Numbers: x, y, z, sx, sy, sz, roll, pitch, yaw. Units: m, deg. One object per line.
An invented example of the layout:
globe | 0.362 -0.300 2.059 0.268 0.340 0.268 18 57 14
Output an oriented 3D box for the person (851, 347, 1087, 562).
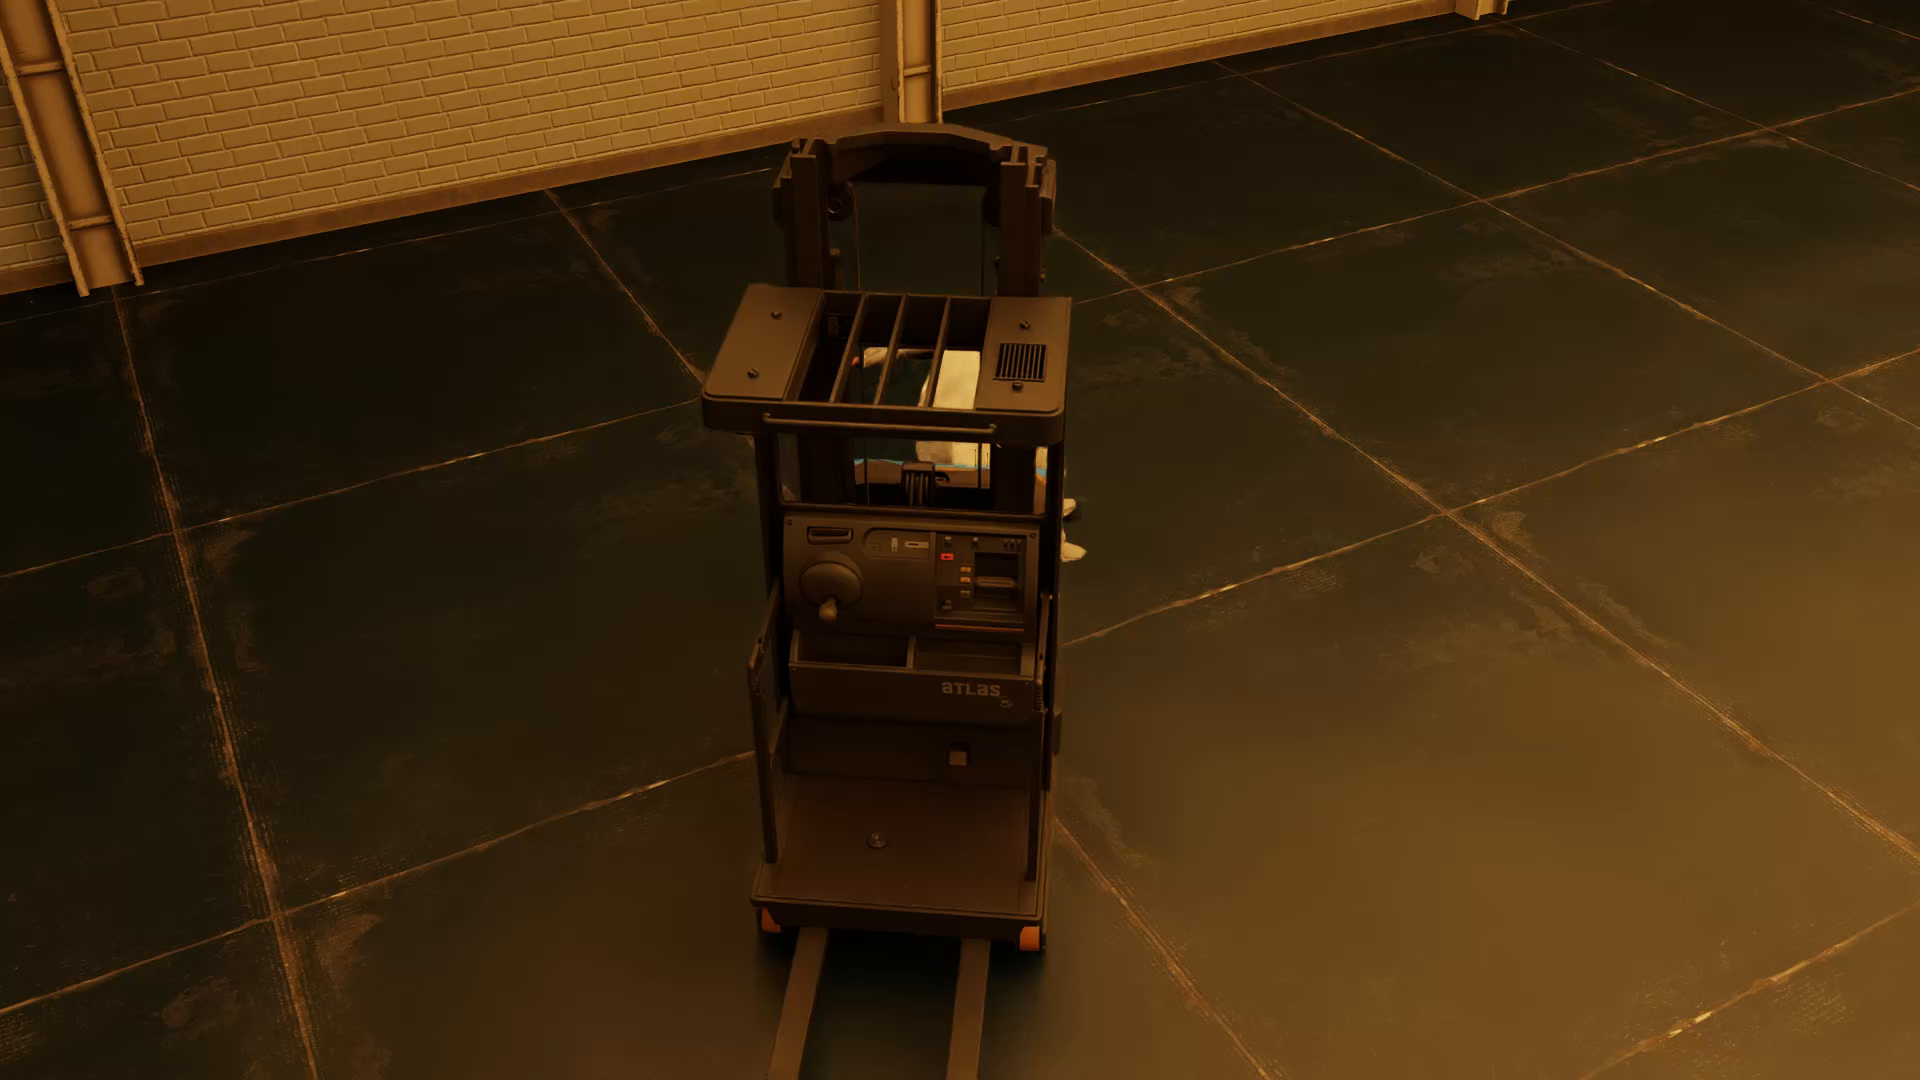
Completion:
person | 0.076 -0.637 8.350 1.178 1.478 0.935 28 44 34

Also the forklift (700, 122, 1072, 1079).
forklift | -0.198 0.182 5.865 1.130 2.935 3.031 3 35 4
